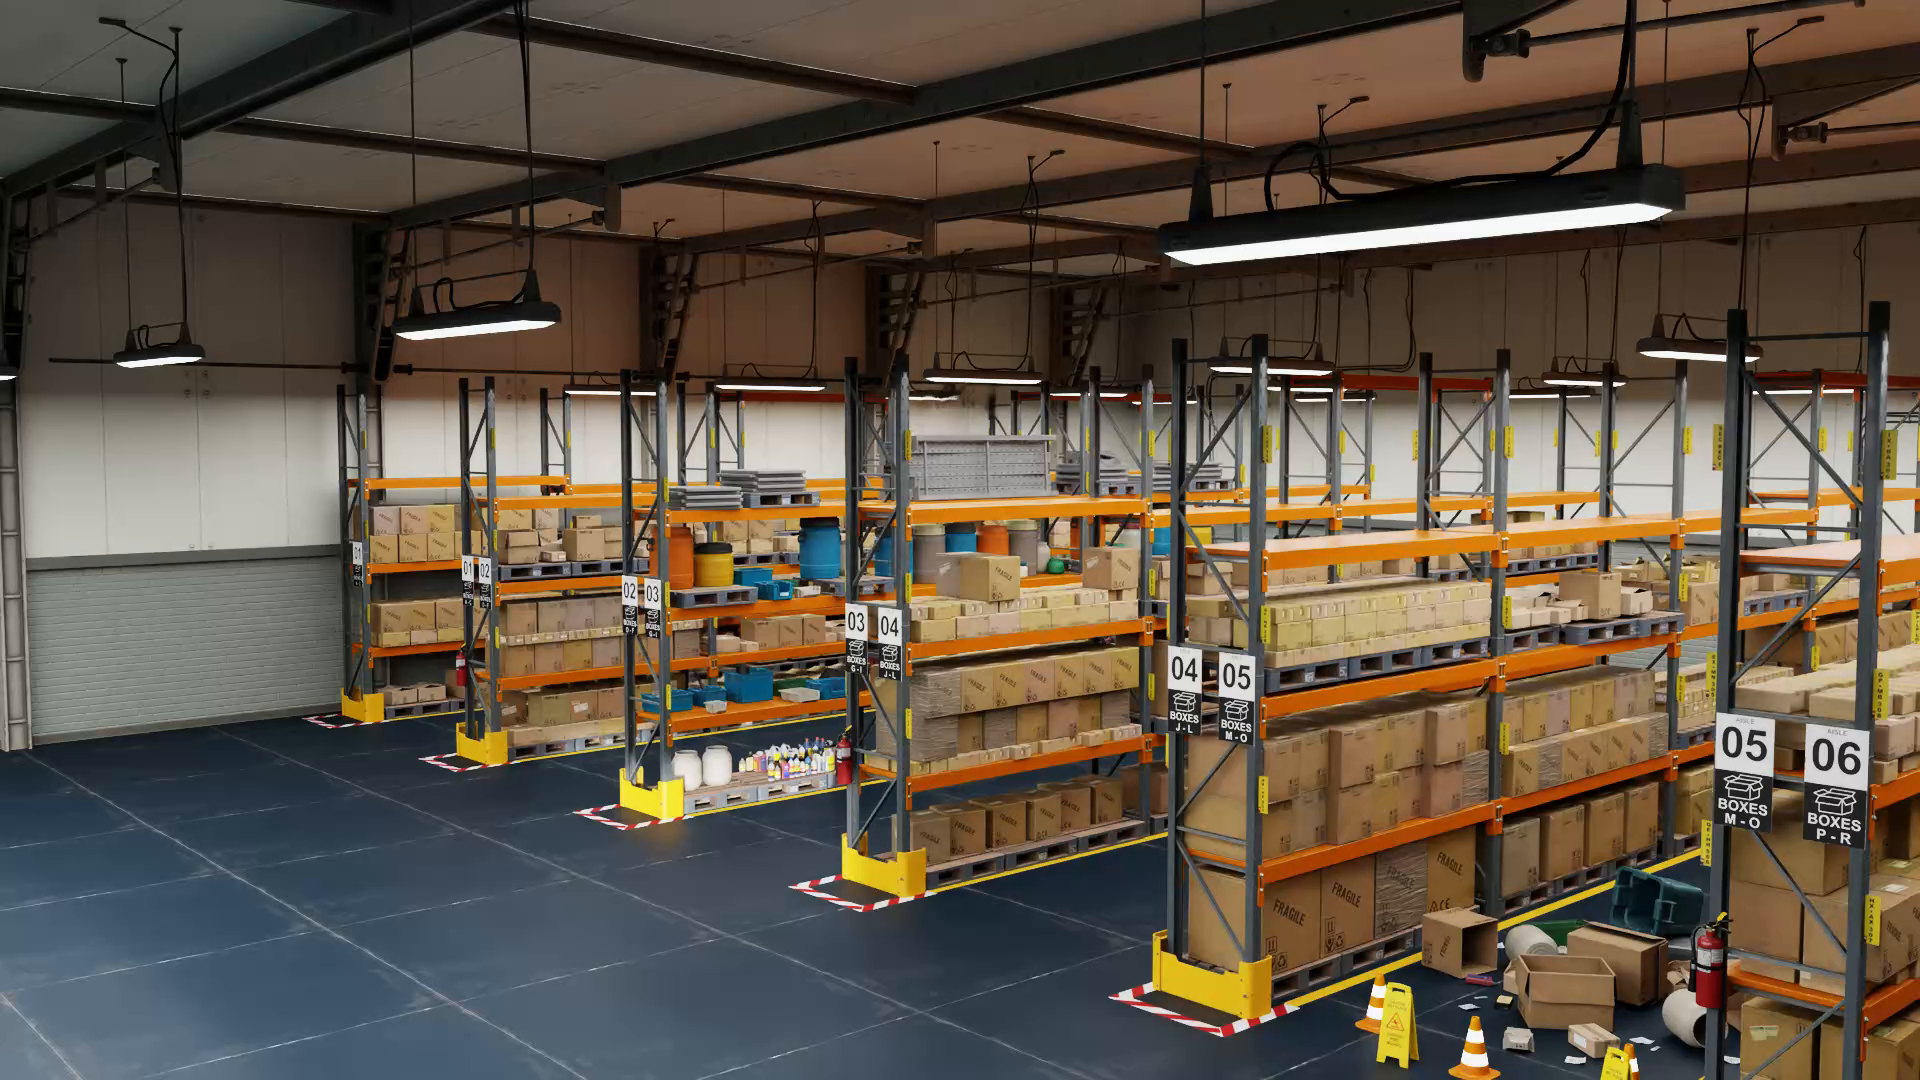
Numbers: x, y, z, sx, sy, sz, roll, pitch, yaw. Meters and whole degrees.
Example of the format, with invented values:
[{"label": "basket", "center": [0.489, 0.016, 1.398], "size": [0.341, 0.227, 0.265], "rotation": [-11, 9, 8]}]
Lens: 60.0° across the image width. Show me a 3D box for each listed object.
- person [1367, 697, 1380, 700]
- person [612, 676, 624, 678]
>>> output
[{"label": "person", "center": [5.553, 2.797, 22.328], "size": [0.659, 1.781, 0.945], "rotation": [4, 5, 45]}, {"label": "person", "center": [-6.206, 2.369, 29.850], "size": [0.671, 1.685, 0.559], "rotation": [4, 5, 43]}]
